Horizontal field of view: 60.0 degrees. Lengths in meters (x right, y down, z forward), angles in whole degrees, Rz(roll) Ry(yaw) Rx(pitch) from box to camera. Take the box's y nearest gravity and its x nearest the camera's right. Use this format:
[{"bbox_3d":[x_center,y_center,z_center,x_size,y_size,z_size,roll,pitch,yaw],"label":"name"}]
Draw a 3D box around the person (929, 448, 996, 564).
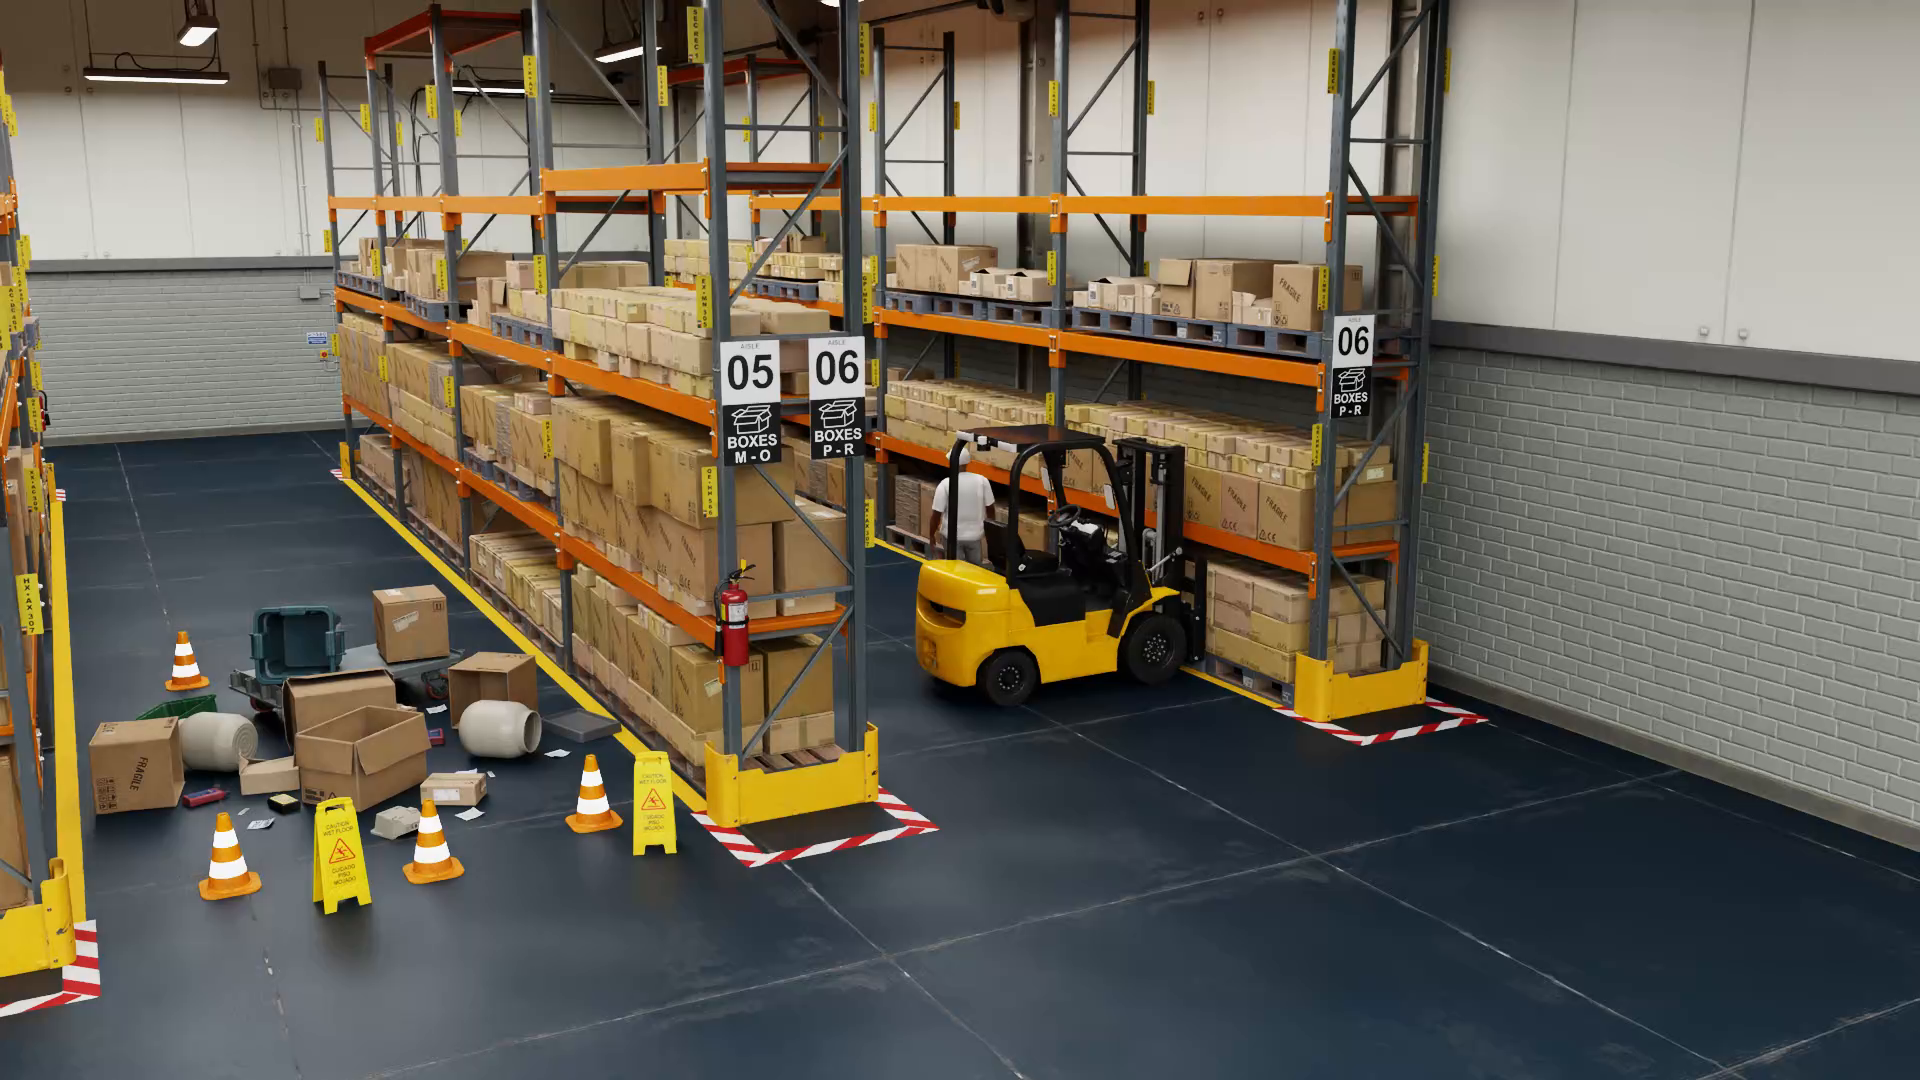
[{"bbox_3d":[0.005,-0.062,16.150,0.666,1.765,0.577,-3,12,-15],"label":"person"}]
